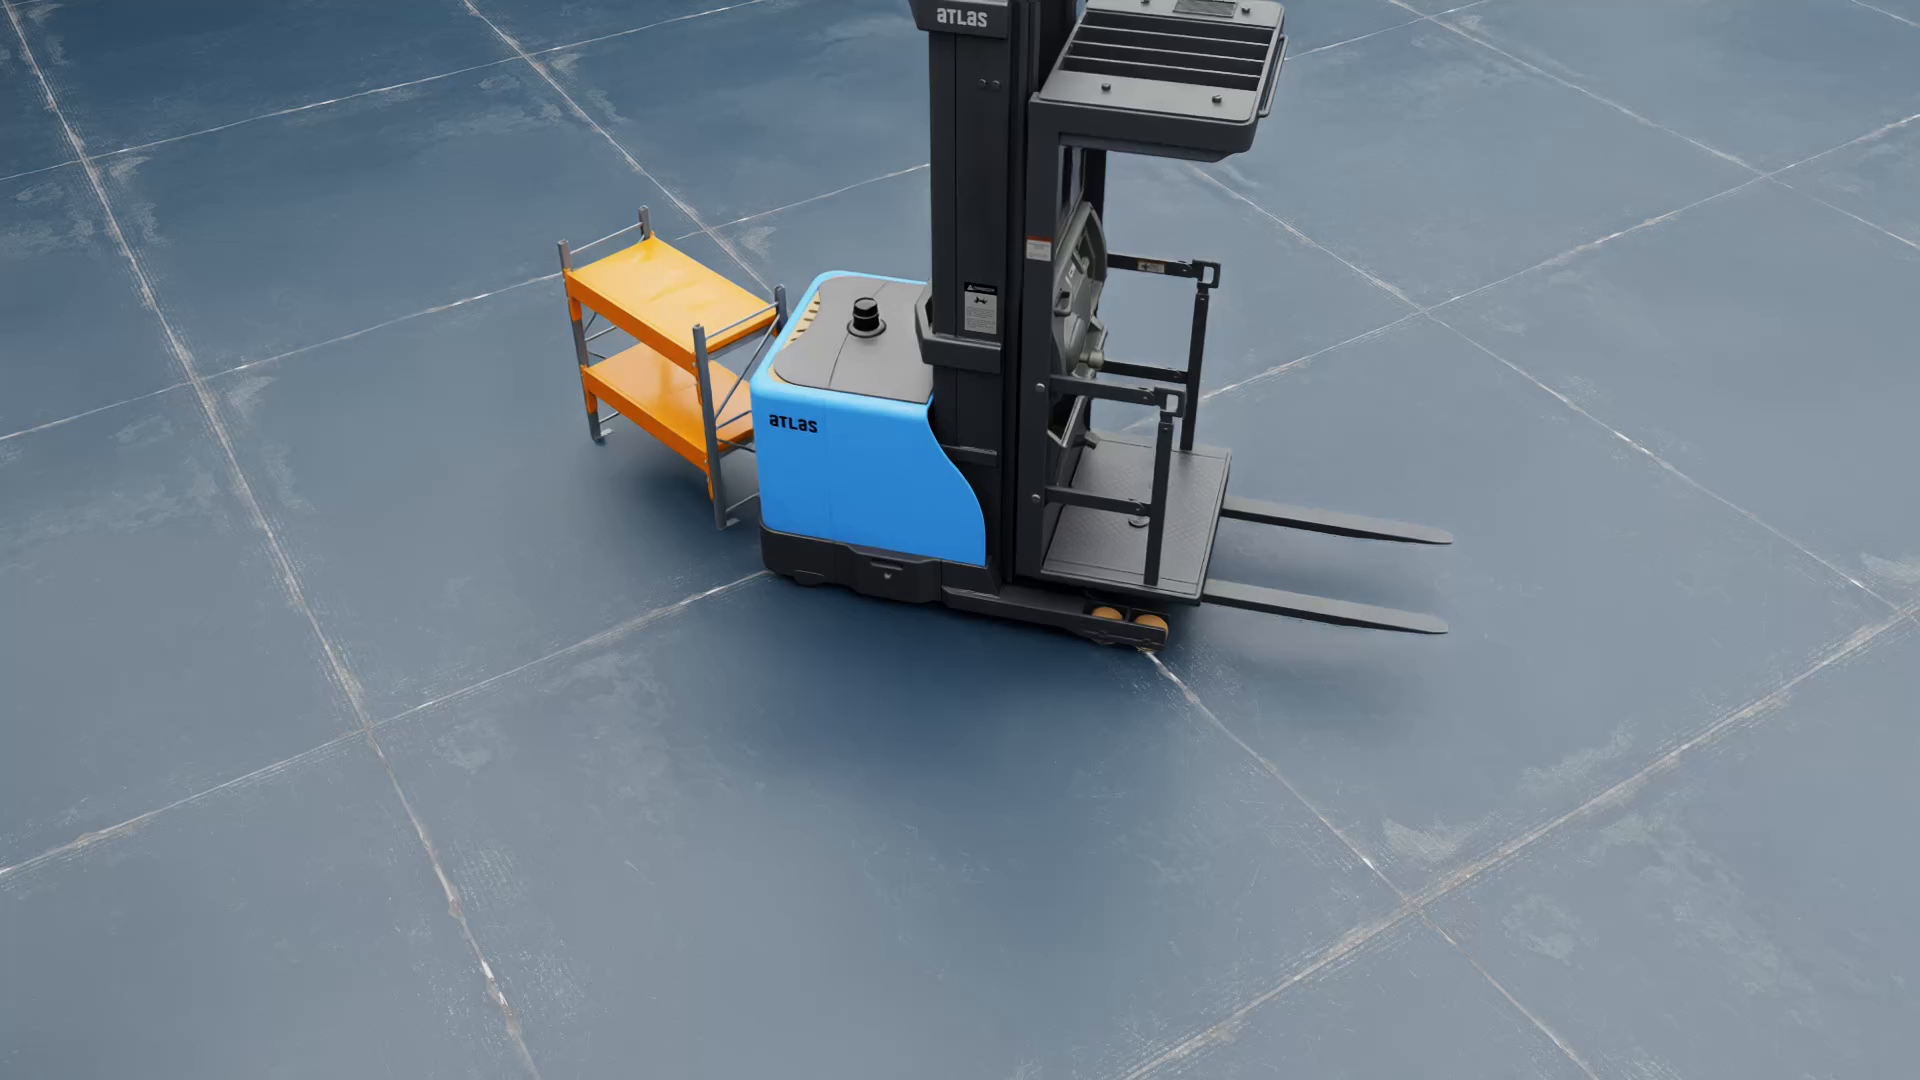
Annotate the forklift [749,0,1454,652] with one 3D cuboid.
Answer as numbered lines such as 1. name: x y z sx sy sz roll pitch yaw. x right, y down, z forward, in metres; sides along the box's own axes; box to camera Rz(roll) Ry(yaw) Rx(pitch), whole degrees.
1. forklift: 0.675 -1.016 6.741 3.031 2.935 1.130 9 41 11

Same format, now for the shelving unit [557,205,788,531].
1. shelving unit: -1.324 -0.824 7.920 0.538 1.125 1.048 -32 50 -33

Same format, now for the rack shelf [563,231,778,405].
1. rack shelf: -1.324 -1.048 7.733 0.538 0.278 1.000 -32 50 -33

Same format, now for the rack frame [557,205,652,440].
1. rack frame: -1.681 -1.055 8.198 0.500 1.125 0.032 -32 50 -33

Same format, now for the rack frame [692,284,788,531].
1. rack frame: -0.966 -0.592 7.643 0.500 1.125 0.032 -32 50 -33

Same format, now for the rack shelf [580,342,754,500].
1. rack shelf: -1.324 -0.636 8.077 0.538 0.278 1.000 -32 50 -33
